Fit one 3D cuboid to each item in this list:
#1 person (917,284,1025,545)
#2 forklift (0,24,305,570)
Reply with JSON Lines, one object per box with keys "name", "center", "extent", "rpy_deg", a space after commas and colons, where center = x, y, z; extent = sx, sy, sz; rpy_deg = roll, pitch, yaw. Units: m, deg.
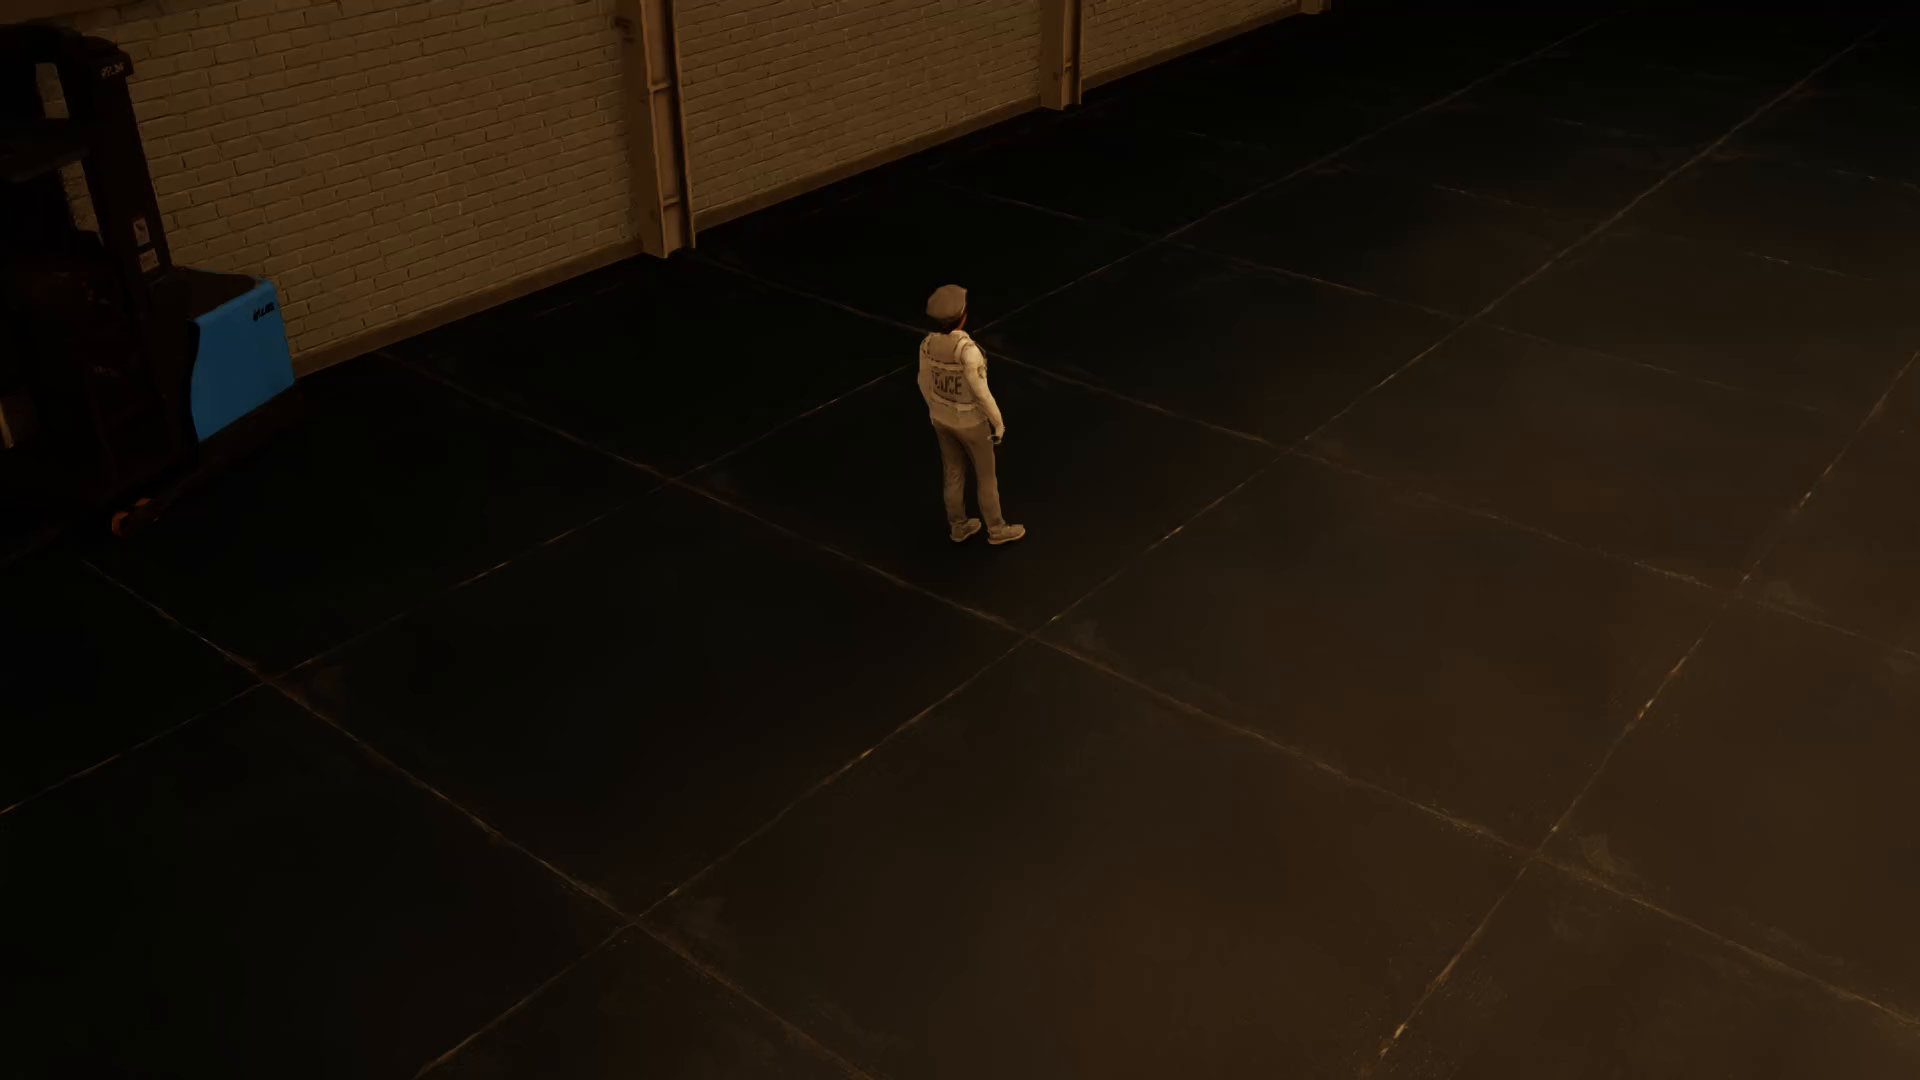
{"name": "person", "center": [0.048, -0.763, 10.110], "extent": [0.586, 1.695, 0.533], "rpy_deg": [22, 37, 33]}
{"name": "forklift", "center": [-5.657, -1.509, 10.177], "extent": [1.130, 2.935, 3.031], "rpy_deg": [10, 32, 16]}
